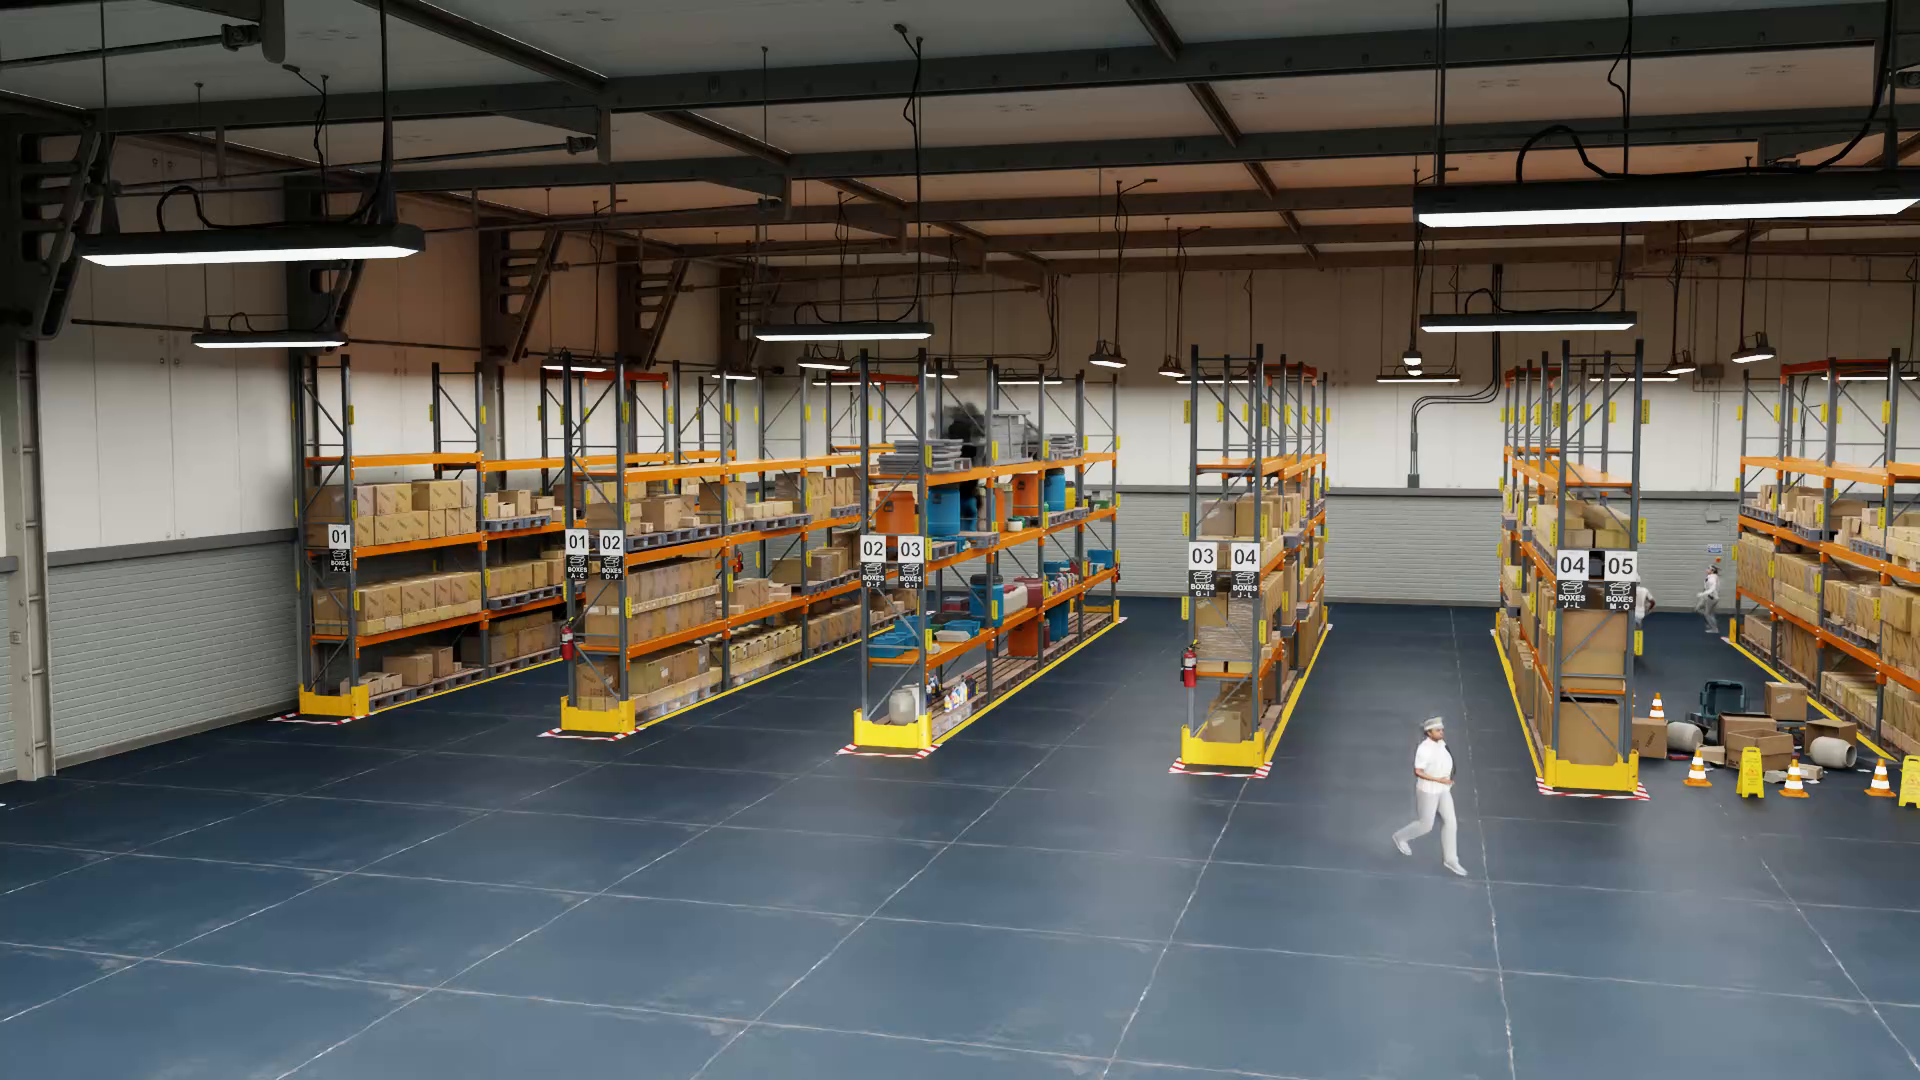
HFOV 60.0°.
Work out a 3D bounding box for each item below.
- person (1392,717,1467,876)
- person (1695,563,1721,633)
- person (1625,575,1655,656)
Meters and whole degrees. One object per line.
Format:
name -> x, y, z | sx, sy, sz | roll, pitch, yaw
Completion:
person -> 5.212, 2.785, 18.374 | 0.590, 1.710, 0.920 | -3, 5, -38
person -> 17.130, 1.332, 38.044 | 0.545, 1.642, 0.618 | 1, 5, 18
person -> 13.760, 1.570, 33.947 | 0.696, 1.763, 0.941 | 0, 4, 5
